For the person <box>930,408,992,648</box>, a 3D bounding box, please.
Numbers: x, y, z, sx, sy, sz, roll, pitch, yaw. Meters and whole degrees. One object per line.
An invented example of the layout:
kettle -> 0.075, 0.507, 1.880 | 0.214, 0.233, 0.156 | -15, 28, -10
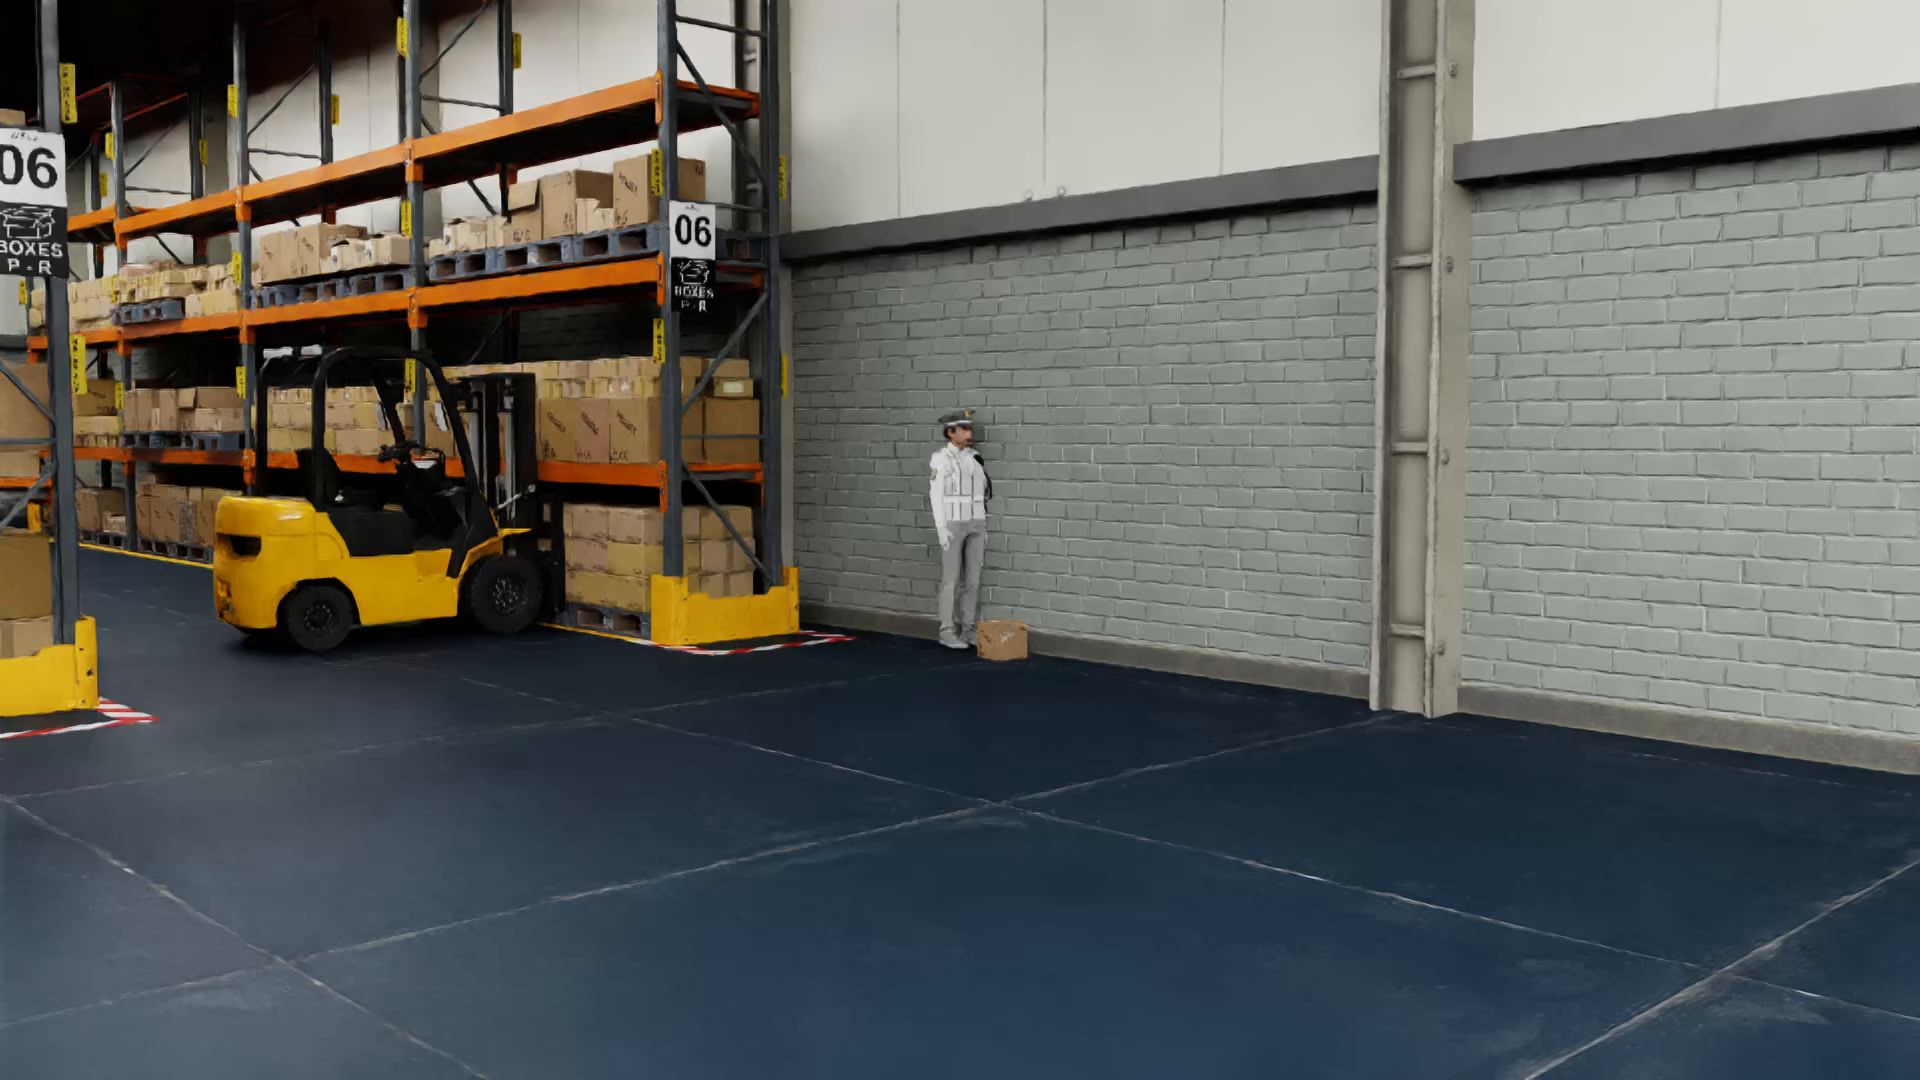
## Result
person -> 0.024, -0.091, 11.846 | 0.491, 1.685, 0.385 | -3, 5, -37
